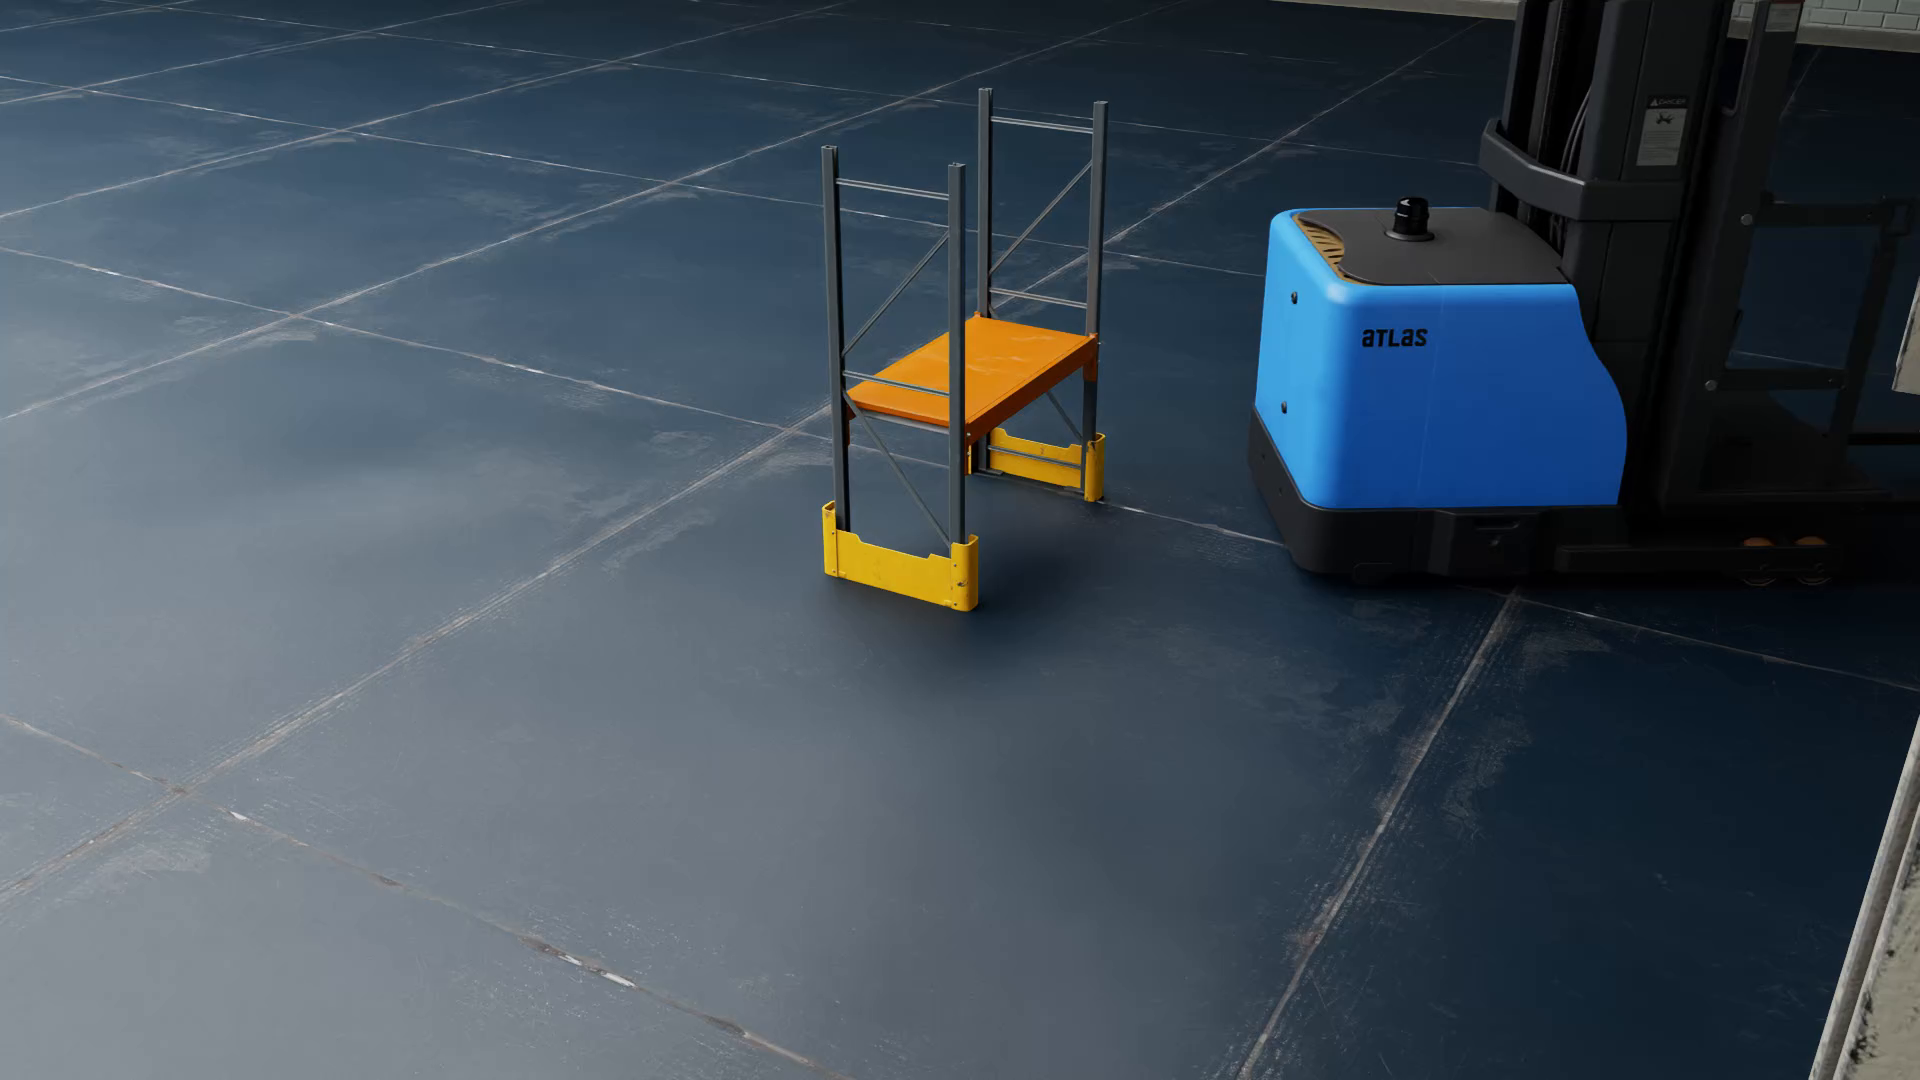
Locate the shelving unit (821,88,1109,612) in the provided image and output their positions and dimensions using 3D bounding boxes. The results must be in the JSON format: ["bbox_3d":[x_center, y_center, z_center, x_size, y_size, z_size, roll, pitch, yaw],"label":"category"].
[{"bbox_3d":[0.038,-0.700,5.814,0.587,1.500,1.083,14,30,26],"label":"shelving unit"}]

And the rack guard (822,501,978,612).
[{"bbox_3d":[-0.207,0.053,5.706,0.587,0.250,0.087,14,30,26],"label":"rack guard"}]

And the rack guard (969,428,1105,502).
[{"bbox_3d":[0.282,-0.336,6.481,0.587,0.250,0.087,14,30,26],"label":"rack guard"}]

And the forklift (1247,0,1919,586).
[{"bbox_3d":[2.658,-1.388,5.588,3.031,2.935,1.130,-1,27,-2],"label":"forklift"}]

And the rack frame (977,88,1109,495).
[{"bbox_3d":[0.292,-0.902,6.217,0.500,1.500,0.032,14,30,26],"label":"rack frame"}]

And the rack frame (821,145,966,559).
[{"bbox_3d":[-0.208,-0.506,5.425,0.500,1.500,0.032,14,30,26],"label":"rack frame"}]

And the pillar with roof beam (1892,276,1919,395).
[{"bbox_3d":[0.645,-5.684,7.393,9.100,9.000,0.400,14,30,26],"label":"pillar with roof beam"}]

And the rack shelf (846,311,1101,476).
[{"bbox_3d":[0.042,-0.543,5.901,0.538,0.185,1.000,14,30,26],"label":"rack shelf"}]
